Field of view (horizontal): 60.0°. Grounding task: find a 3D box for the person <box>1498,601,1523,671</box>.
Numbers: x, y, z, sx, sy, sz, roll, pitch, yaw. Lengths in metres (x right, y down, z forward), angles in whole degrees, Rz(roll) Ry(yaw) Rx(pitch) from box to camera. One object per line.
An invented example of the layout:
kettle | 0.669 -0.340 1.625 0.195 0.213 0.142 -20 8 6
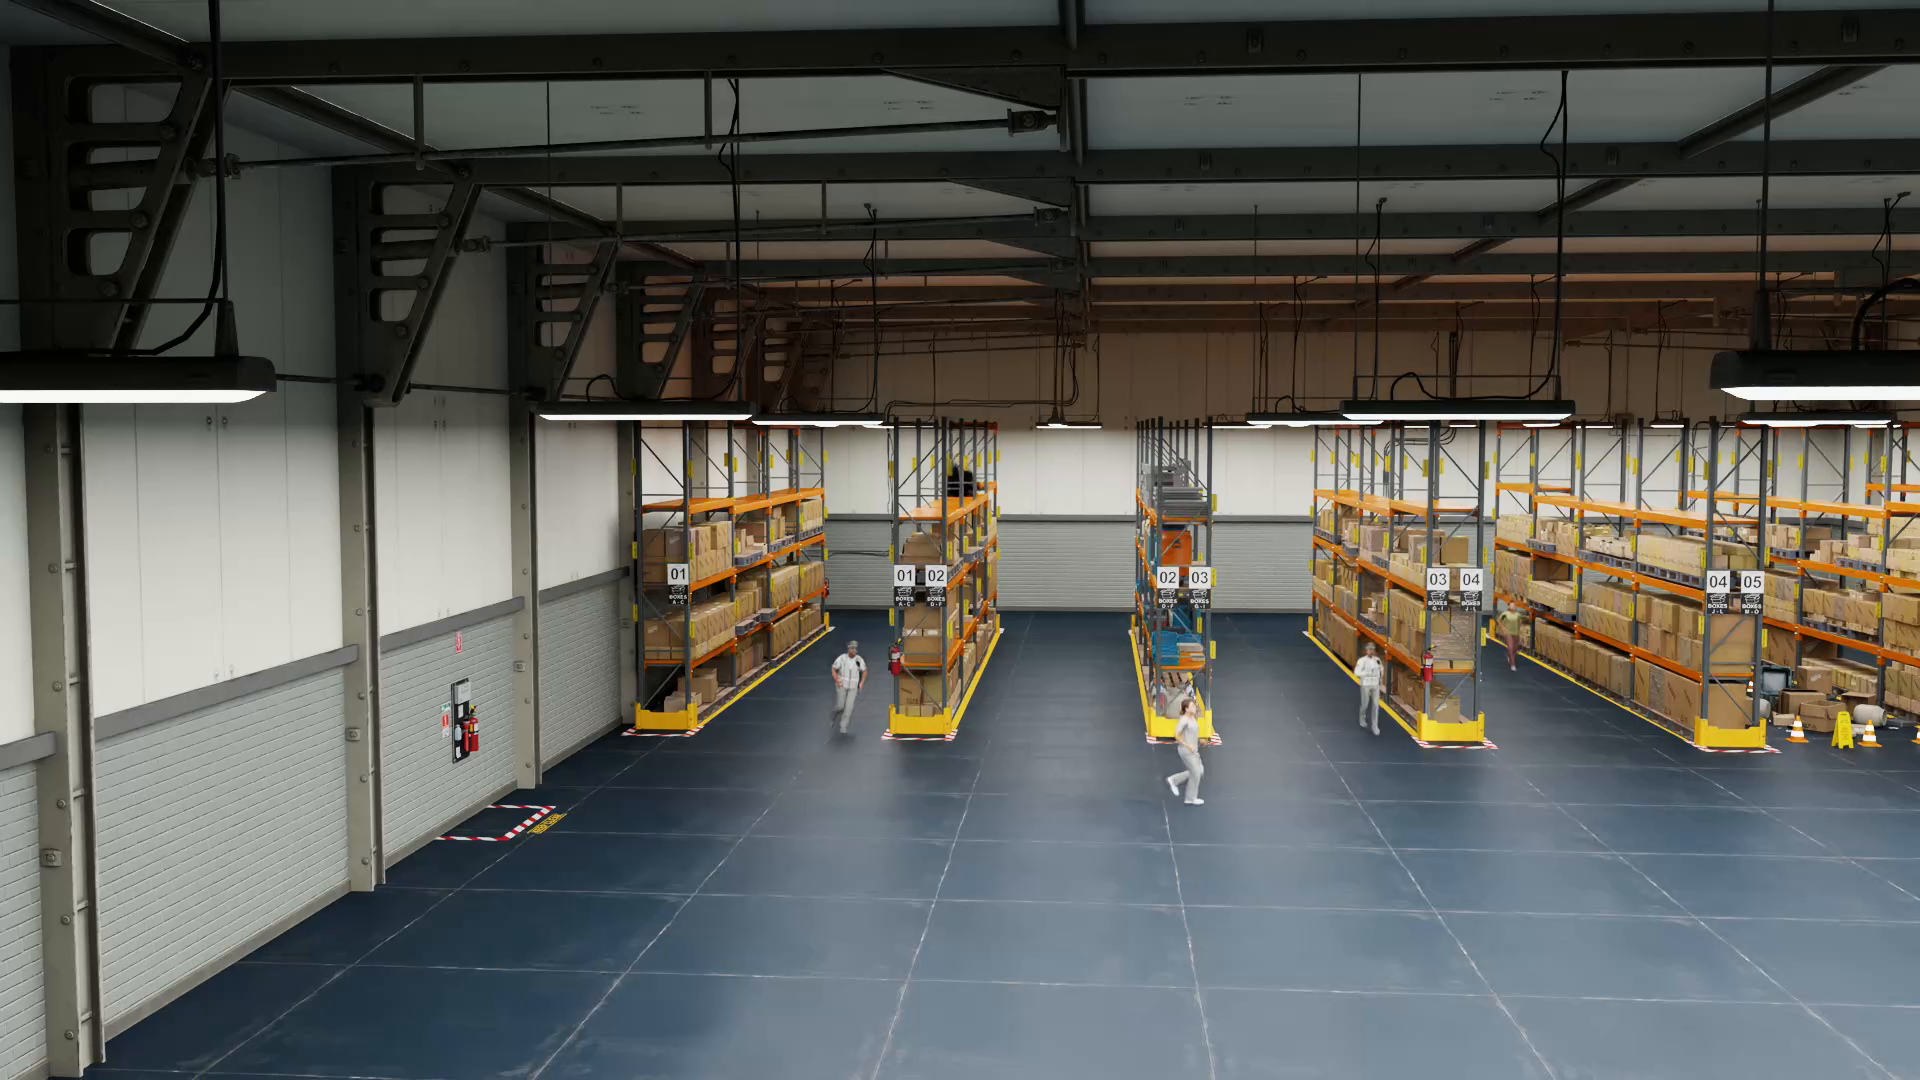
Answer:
person | 13.311 2.293 40.185 0.579 1.648 0.800 0 4 4

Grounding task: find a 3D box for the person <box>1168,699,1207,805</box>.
person | 3.459 3.241 25.530 0.621 1.621 0.555 2 4 30

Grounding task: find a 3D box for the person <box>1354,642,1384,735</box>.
person | 7.791 2.787 31.596 0.613 1.706 0.867 0 4 0

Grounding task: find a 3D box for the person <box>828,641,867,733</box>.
person | -2.125 2.781 31.803 0.720 1.730 0.647 -1 4 -15
